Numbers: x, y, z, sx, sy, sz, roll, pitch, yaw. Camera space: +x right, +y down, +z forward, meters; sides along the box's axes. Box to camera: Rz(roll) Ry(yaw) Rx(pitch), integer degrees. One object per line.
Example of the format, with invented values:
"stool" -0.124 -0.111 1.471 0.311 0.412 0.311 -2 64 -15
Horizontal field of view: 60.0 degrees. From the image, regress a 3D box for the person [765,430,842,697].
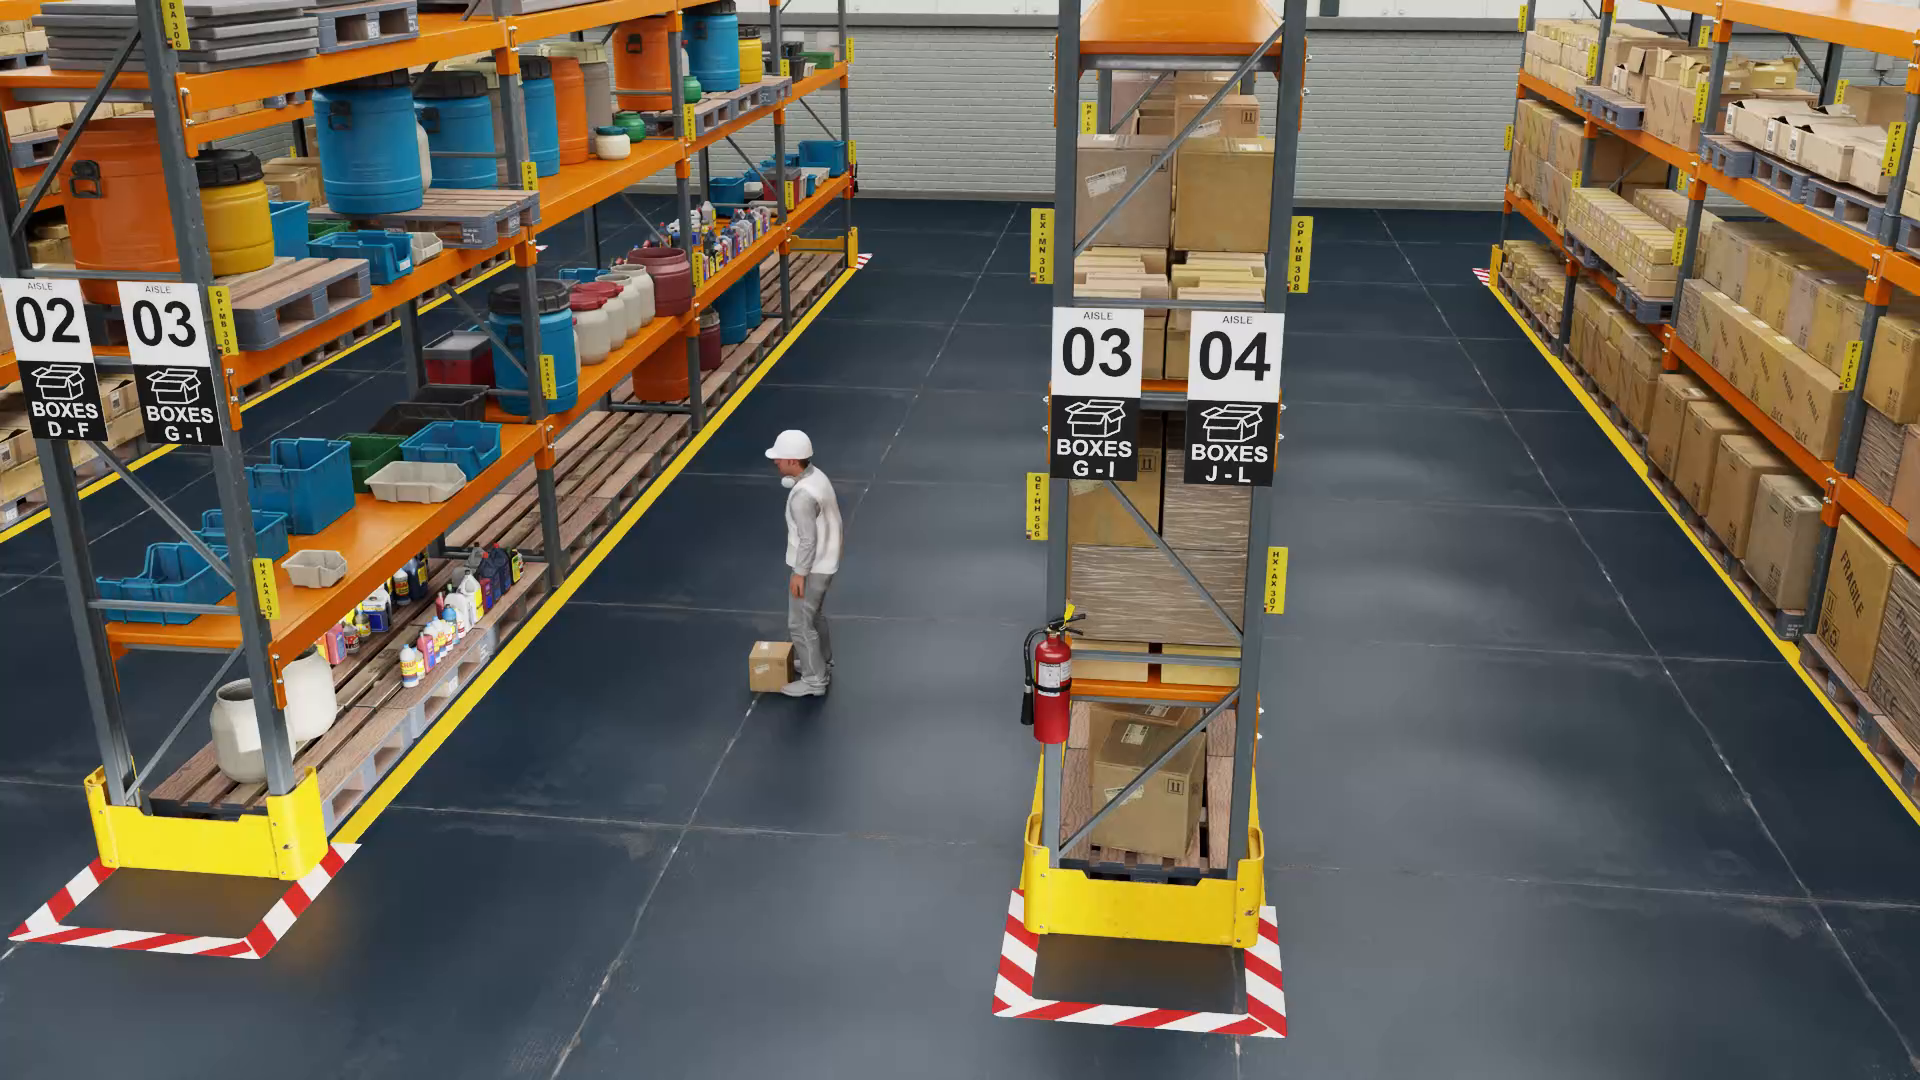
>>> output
"person" -0.983 0.138 10.685 0.464 1.771 0.593 1 21 3
